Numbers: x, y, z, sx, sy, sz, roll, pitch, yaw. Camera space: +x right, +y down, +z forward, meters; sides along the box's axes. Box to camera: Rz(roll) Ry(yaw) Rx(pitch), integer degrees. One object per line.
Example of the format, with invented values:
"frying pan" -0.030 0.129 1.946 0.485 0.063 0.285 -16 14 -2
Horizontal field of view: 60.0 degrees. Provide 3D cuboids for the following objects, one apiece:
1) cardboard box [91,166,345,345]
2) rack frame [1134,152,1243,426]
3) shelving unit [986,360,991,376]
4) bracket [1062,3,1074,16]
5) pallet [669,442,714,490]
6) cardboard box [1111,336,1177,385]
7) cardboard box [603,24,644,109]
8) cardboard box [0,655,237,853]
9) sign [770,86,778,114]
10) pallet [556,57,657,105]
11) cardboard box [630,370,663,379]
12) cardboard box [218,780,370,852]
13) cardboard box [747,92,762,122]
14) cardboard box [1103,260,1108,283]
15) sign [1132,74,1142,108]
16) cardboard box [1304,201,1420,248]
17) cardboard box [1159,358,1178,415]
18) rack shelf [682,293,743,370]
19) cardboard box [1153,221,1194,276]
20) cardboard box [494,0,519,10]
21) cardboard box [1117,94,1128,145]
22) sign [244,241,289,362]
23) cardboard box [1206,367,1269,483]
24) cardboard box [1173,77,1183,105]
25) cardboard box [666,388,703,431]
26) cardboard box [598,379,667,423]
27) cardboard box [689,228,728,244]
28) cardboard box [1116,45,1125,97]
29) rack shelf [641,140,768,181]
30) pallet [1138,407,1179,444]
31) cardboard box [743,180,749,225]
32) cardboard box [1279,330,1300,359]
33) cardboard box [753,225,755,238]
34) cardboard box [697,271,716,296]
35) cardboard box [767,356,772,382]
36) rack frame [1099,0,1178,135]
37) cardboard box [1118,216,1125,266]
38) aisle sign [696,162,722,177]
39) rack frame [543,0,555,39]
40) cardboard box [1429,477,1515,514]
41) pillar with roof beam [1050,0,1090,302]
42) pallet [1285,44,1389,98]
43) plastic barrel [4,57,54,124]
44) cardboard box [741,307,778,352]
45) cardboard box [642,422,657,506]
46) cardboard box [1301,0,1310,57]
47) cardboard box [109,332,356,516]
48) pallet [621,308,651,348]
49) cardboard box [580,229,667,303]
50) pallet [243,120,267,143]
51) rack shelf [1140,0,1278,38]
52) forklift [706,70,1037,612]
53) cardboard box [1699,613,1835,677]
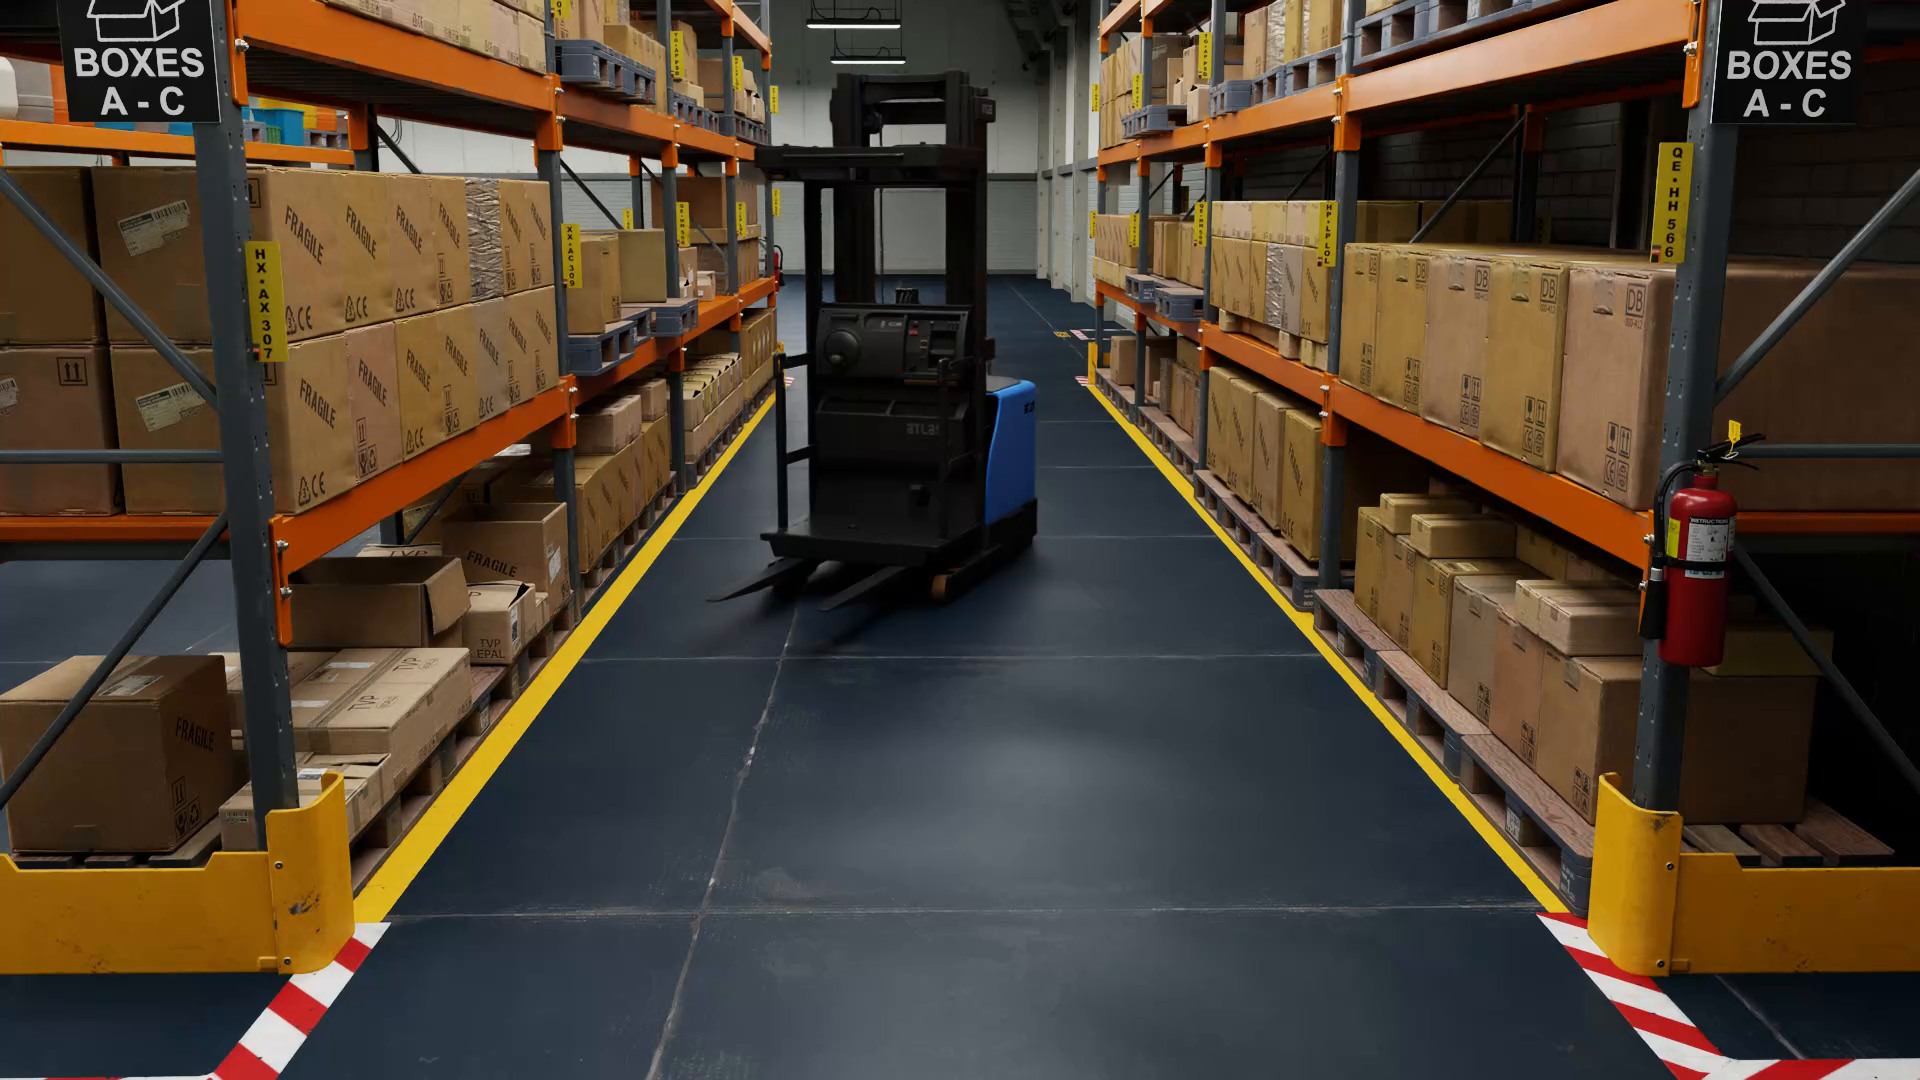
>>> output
"cardboard box" -2.187 -0.853 4.951 0.500 0.500 0.500 0 11 1
"rack frame" 2.263 -2.631 16.483 1.000 3.000 0.127 0 11 -1
"shelving unit" 0.064 -0.629 11.144 0.258 1.200 0.189 4 12 19
"bracket" 2.341 -11.489 36.002 0.235 0.232 0.430 0 11 -1
"pallet" -2.585 -0.612 13.544 1.003 0.211 1.213 0 11 -1
"cardboard box" 2.081 -2.019 18.648 0.700 0.500 0.500 -1 12 -5
"cardboard box" -2.543 -3.042 10.715 0.910 0.500 0.500 0 11 -1
"cardboard box" -2.699 0.678 5.353 0.500 0.500 0.500 0 11 -1
"sign" -2.230 -5.270 19.917 0.100 0.325 0.005 0 11 -1
"pallet" -2.492 -2.734 9.917 1.213 0.211 1.003 0 11 -1
"cardboard box" -2.897 -1.354 14.638 0.500 0.311 0.500 0 11 0
"cardboard box" -2.107 0.873 5.278 0.380 0.149 0.250 0 11 -1
"cardboard box" -2.473 -4.767 18.285 0.500 0.311 0.500 1 12 6
"cardboard box" 1.902 -3.060 18.922 0.500 0.250 0.500 0 11 -2
"sign" 1.721 -4.350 16.114 0.100 0.325 0.005 0 11 -1
"cardboard box" 2.163 -1.704 8.980 0.500 0.250 0.500 0 11 0
"cardboard box" 2.295 -1.475 15.966 0.700 0.500 0.500 0 11 1
"rack shelf" -2.648 -1.860 14.490 1.077 0.370 4.000 0 11 -1
"cardboard box" 2.239 -2.794 15.929 0.700 0.500 0.500 0 11 -1
"cardboard box" -2.236 -2.466 7.246 0.500 0.250 0.500 0 11 -1
"cardboard box" 1.958 -4.470 17.700 0.500 0.500 0.500 -1 11 -3
"sign" -1.899 -0.651 4.546 0.100 0.325 0.005 0 11 -1
"cardboard box" 2.230 -0.841 12.012 0.750 0.750 0.750 0 11 -2
"cardboard box" 2.207 -4.032 15.011 0.500 0.311 0.500 0 11 1
"cardboard box" -2.324 -1.053 13.154 0.500 0.311 0.500 0 11 1
"cardboard box" -2.348 -0.977 11.623 0.500 0.250 0.500 0 11 1
"cardboard box" -2.502 -3.031 16.571 0.380 0.149 0.250 0 11 -1
"cardboard box" 1.938 -4.961 17.607 0.500 0.500 0.500 -1 11 -3
"rack shelf" -2.731 -4.125 18.111 1.077 0.370 4.000 0 11 -1
"pallet" 2.280 -1.109 15.997 1.003 0.211 1.213 0 11 -1
"cardboard box" -2.747 -3.782 18.640 0.700 0.500 0.500 0 11 -1
"cardboard box" 2.085 -1.147 9.752 0.380 0.149 0.250 0 11 -1
"cardboard box" -2.559 -3.544 19.099 0.380 0.149 0.250 0 11 0
"cardboard box" -2.636 -2.439 15.912 0.500 0.250 0.500 0 11 2
"cardboard box" -2.431 -1.959 19.030 0.500 0.250 0.500 0 11 -1
"rack frame" 2.180 -6.366 19.805 1.000 3.000 0.127 0 11 -1
"cardboard box" 1.928 -3.127 17.367 0.500 0.500 0.500 0 11 -1
"aisle sign" -3.080 -4.691 20.098 0.394 0.787 0.004 0 11 -1
"rack frame" -2.524 -3.960 7.943 1.000 3.000 0.127 0 11 -1
"cardboard box" 2.537 -0.220 8.197 0.380 0.149 0.250 0 11 -1
"pillar with roof beam" -1.617 -9.791 36.687 9.100 9.000 0.548 0 11 -1
"pallet" 2.360 -2.599 9.262 0.805 0.209 1.217 -1 11 -3
"plastic barrel" -7.359 -3.675 12.824 0.600 0.901 0.600 0 11 0
"cardboard box" -2.464 -2.525 19.935 0.500 0.500 0.500 0 11 -1
"cardboard box" -2.343 -0.517 11.245 0.500 0.500 0.500 -1 11 -3
"cardboard box" 2.497 -3.161 10.193 0.700 0.500 0.500 0 11 -1
"cardboard box" -2.187 -0.363 5.051 0.500 0.500 0.500 0 11 0
"pallet" -2.562 -1.334 10.573 1.003 0.211 1.213 0 11 -1
"cardboard box" -2.481 -1.945 11.793 0.700 0.500 0.500 -4 12 -20
"pallet" -7.755 -4.111 16.707 1.213 0.211 1.003 0 11 -1
"rack shelf" 2.304 -4.625 14.038 1.077 0.370 4.000 0 11 -1
"forklift" -0.469 -1.175 9.478 1.130 2.935 3.031 4 12 19
"cardboard box" 2.599 0.341 5.432 0.380 0.149 0.250 0 11 -1
